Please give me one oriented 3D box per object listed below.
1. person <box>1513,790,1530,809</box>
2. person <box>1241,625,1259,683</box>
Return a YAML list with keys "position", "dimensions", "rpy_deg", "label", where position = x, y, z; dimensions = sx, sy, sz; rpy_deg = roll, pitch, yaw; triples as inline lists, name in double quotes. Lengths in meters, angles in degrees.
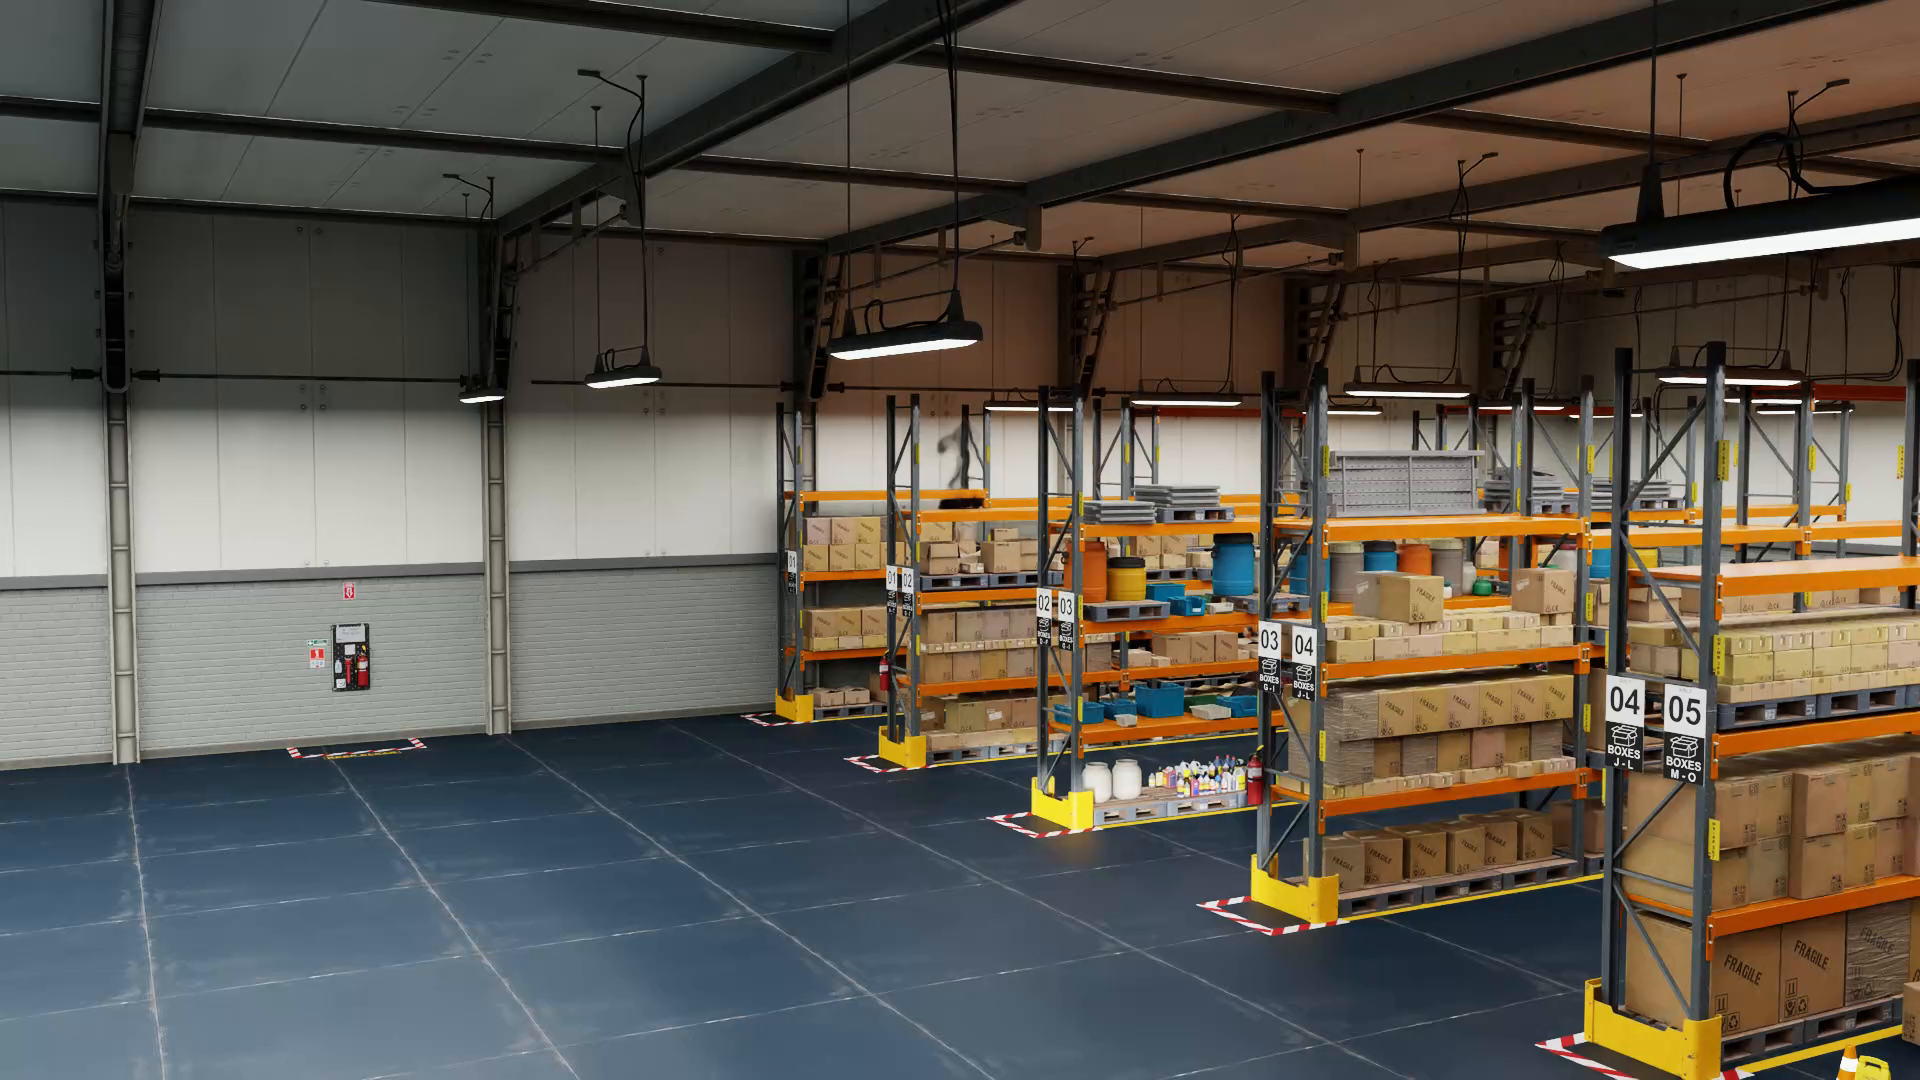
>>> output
- position: [7.994, 2.970, 23.587]
  dimensions: [0.617, 1.731, 0.686]
  rpy_deg: [-2, 4, -33]
  label: "person"
- position: [5.841, 2.476, 33.001]
  dimensions: [0.842, 1.575, 0.561]
  rpy_deg: [-2, 4, -27]
  label: "person"
